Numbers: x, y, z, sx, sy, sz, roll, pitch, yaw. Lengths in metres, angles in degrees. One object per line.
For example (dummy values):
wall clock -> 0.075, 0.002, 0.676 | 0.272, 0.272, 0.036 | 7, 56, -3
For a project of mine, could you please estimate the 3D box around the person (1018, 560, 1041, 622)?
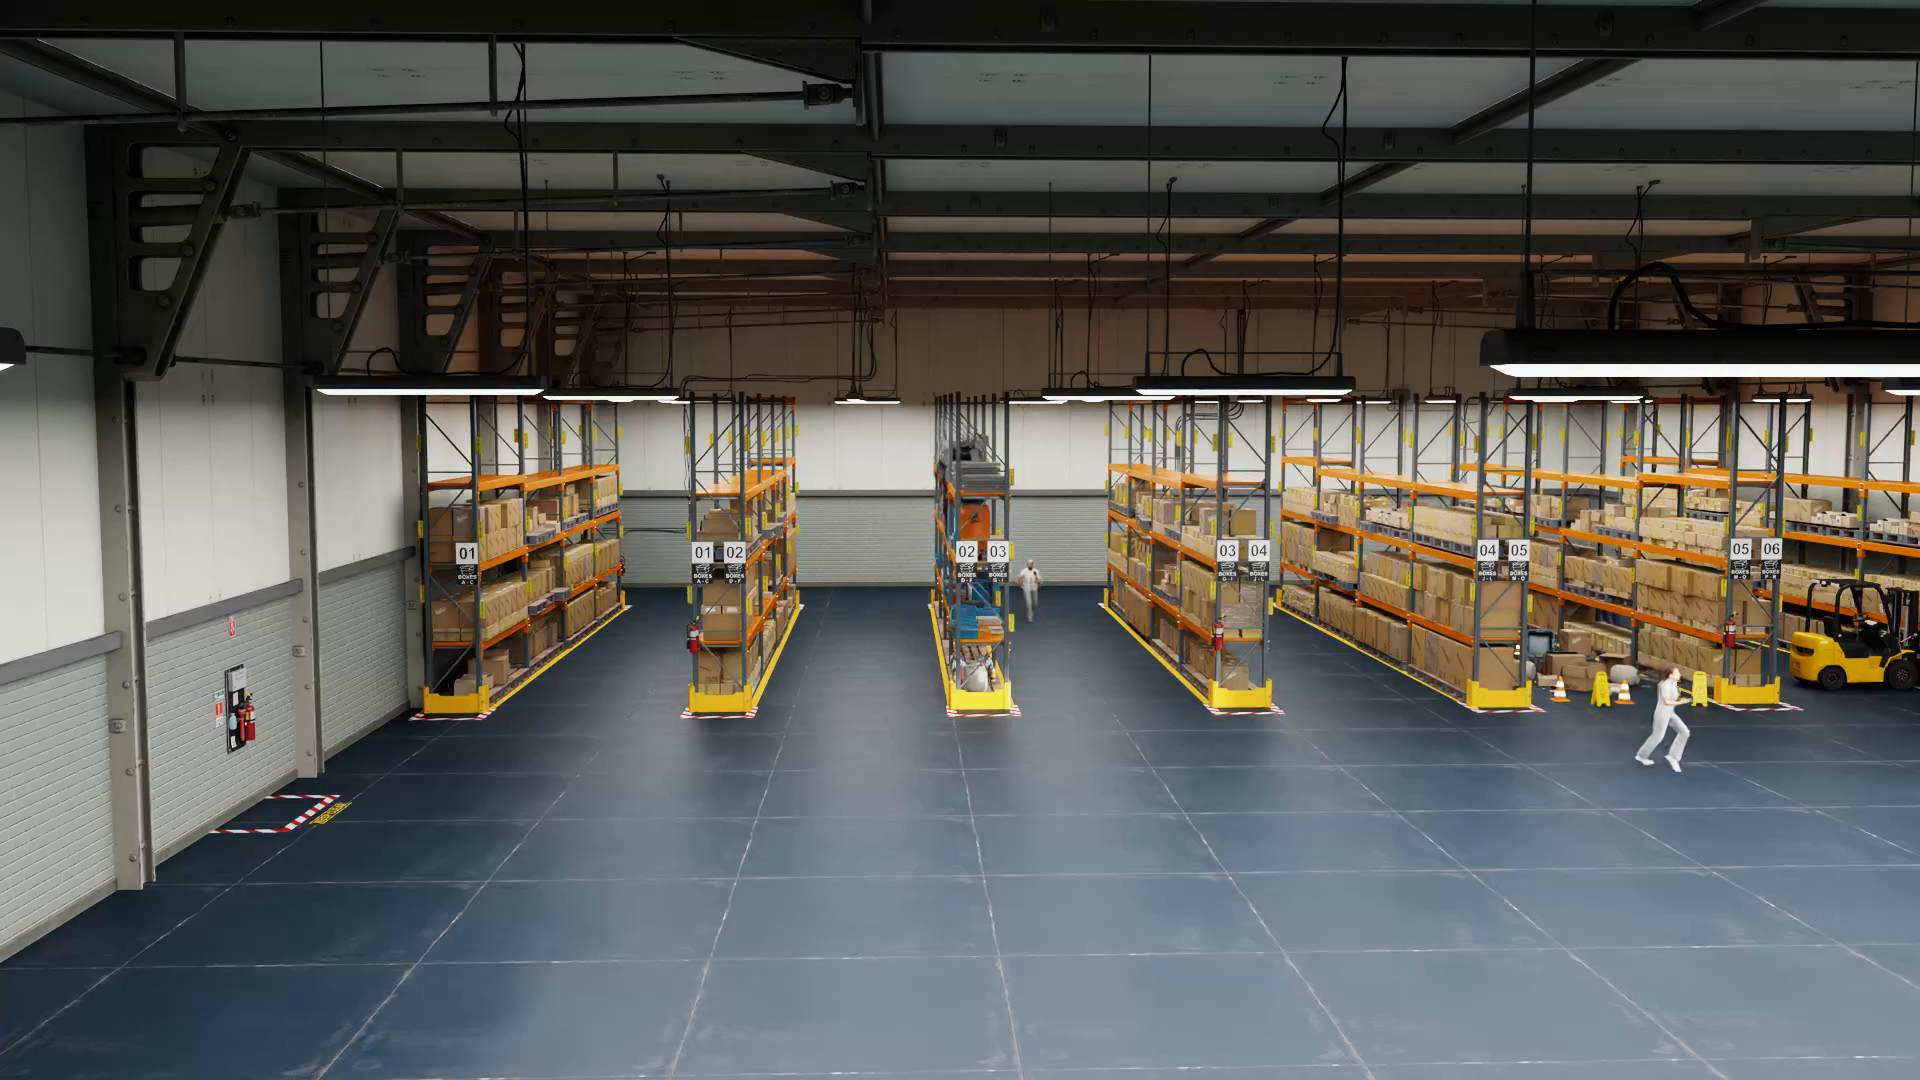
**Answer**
person -> 1.875, 1.341, 44.423 | 0.619, 1.639, 0.830 | -1, 5, -10

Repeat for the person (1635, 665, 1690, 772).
person -> 11.087, 2.793, 26.212 | 0.818, 1.681, 0.587 | 3, 6, 37

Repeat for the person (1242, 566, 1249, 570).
person -> 7.904, 1.122, 47.403 | 0.756, 1.629, 0.505 | 2, 5, 28

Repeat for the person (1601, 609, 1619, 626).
person -> 16.624, 1.547, 42.474 | 0.579, 1.545, 0.643 | -1, 5, -7
